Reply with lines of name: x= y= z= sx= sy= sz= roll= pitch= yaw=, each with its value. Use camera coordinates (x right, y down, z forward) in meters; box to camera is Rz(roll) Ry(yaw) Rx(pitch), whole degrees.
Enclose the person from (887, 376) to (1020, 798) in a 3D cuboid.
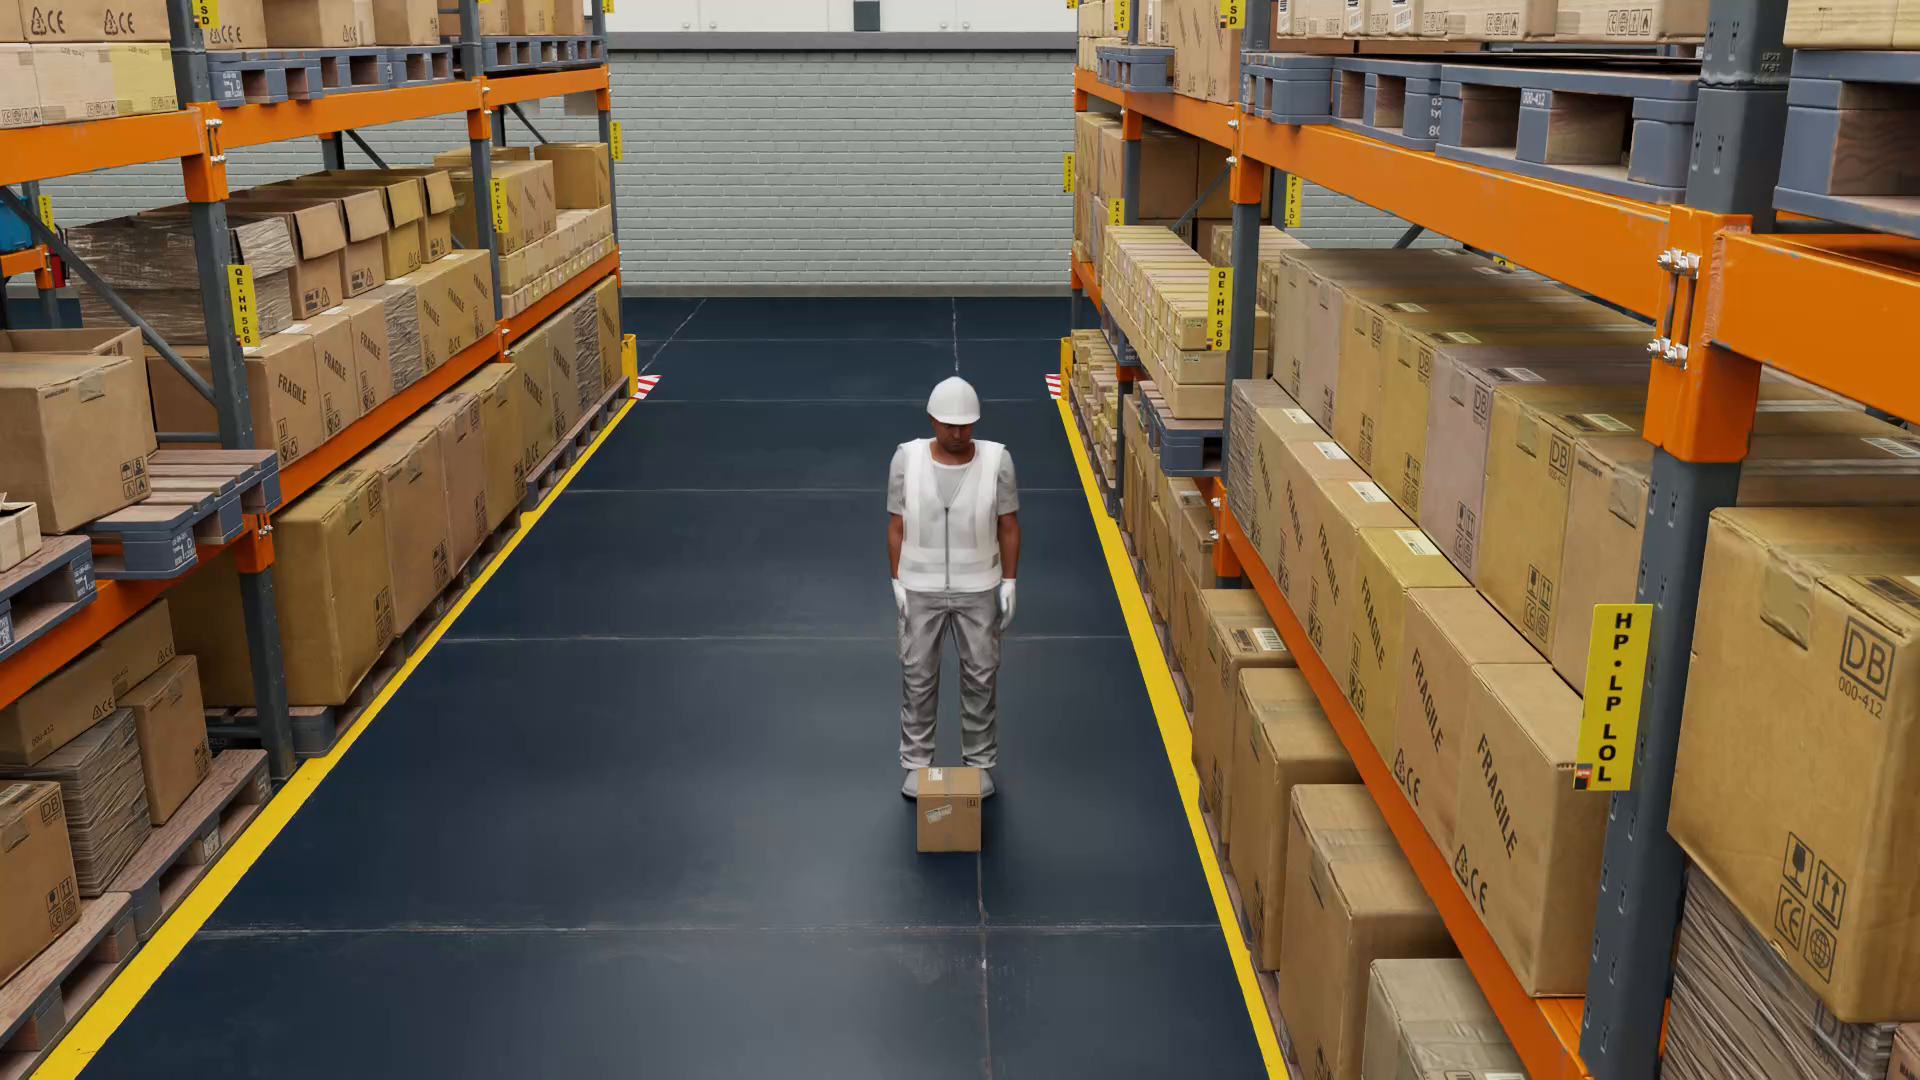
person: x=-0.028 y=0.199 z=6.868 sx=0.546 sy=1.776 sz=0.363 roll=0 pitch=17 yaw=0
